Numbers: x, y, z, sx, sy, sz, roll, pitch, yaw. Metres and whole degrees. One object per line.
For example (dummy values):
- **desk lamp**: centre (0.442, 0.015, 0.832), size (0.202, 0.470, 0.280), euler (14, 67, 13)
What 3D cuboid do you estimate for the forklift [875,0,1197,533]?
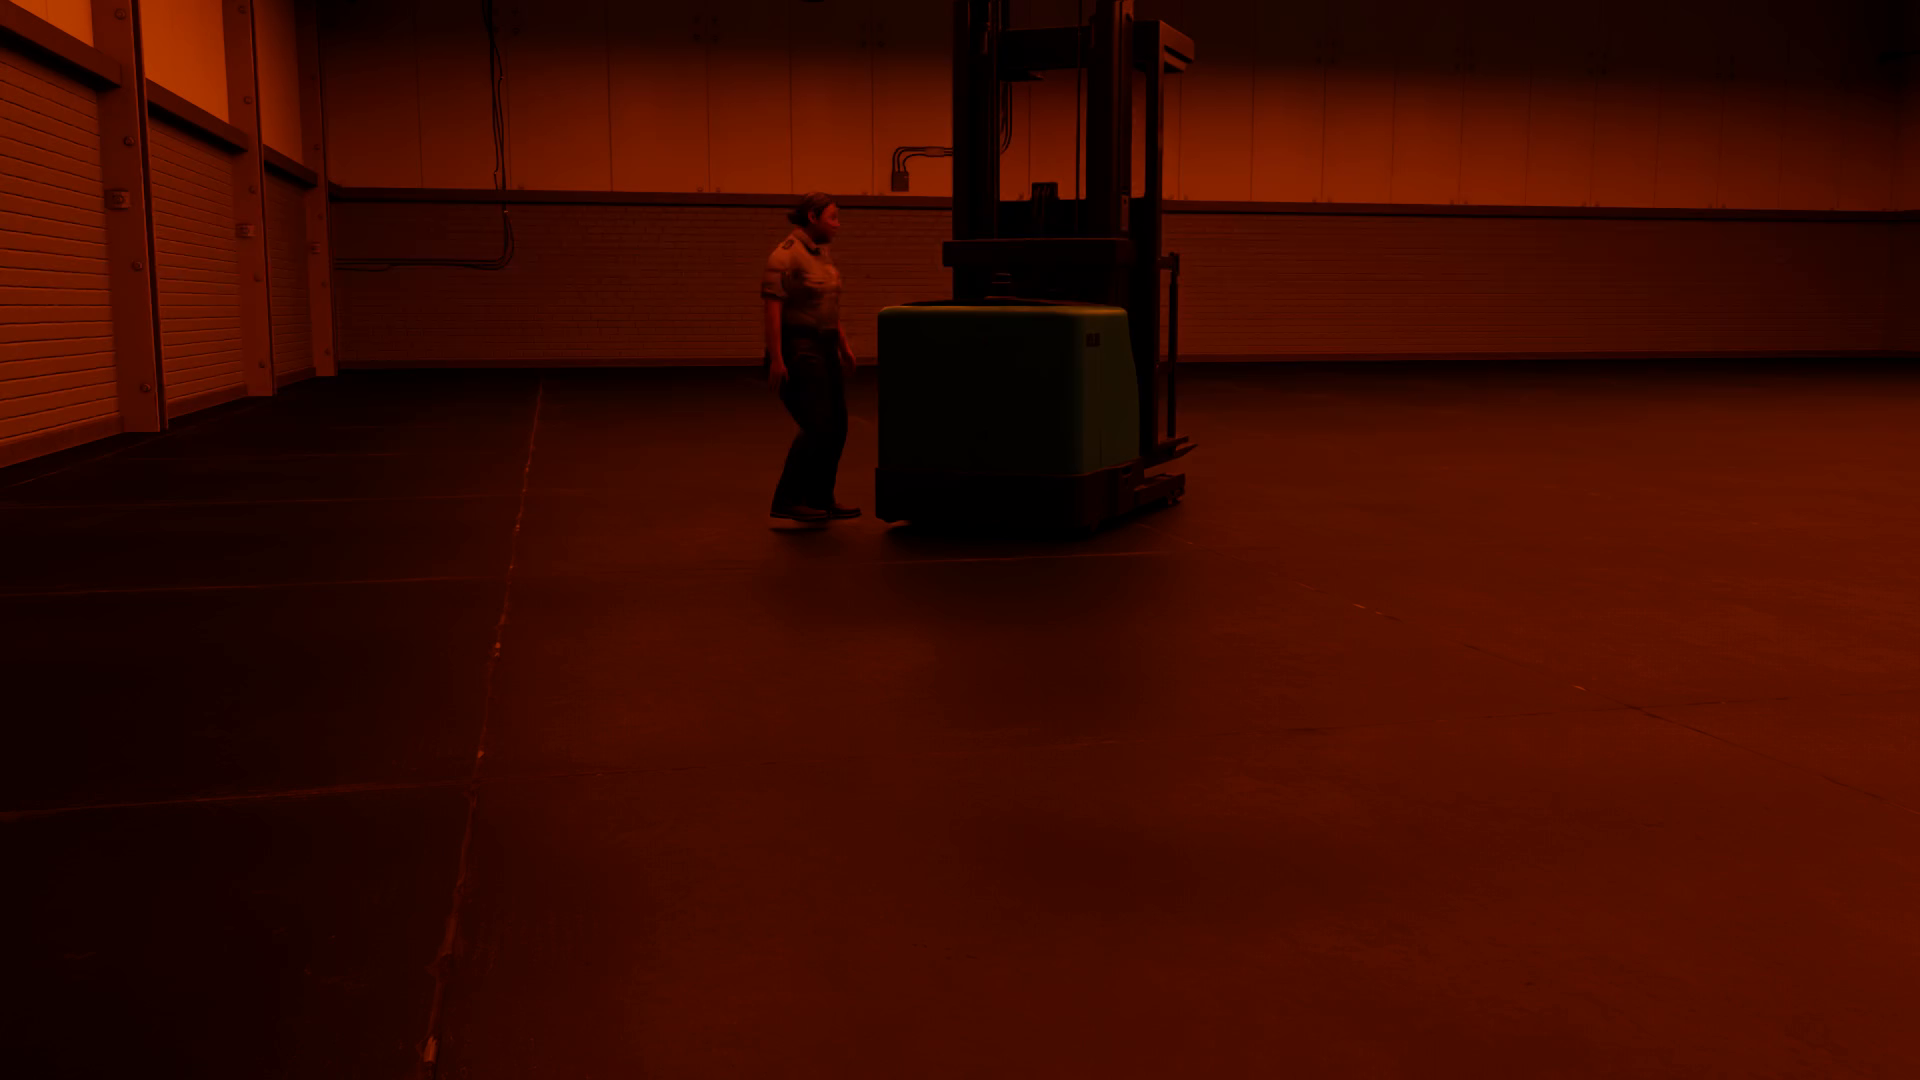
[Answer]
- **forklift**: centre (0.607, -1.651, 8.931), size (1.130, 2.935, 3.031), euler (3, 9, 21)

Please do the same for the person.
- **person**: centre (-0.723, -0.885, 8.163), size (0.383, 1.628, 0.740), euler (3, 8, 20)
